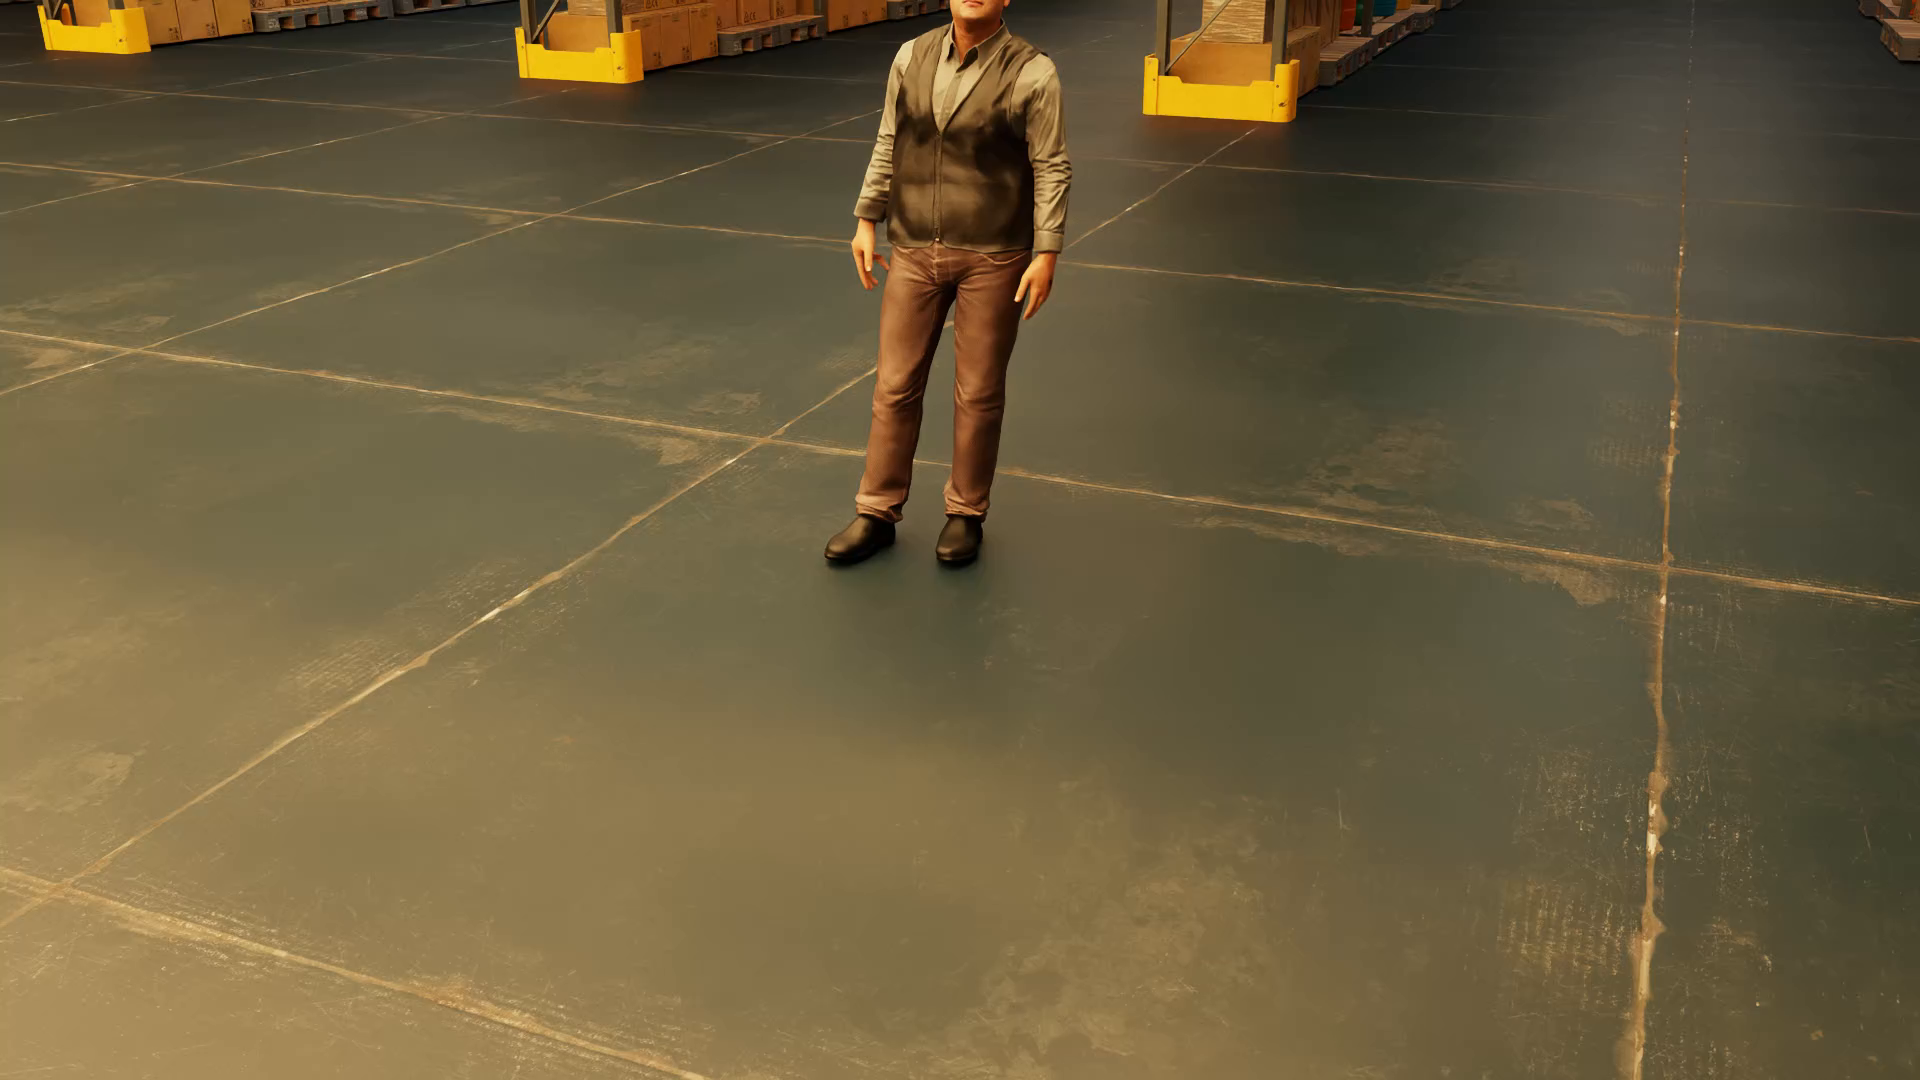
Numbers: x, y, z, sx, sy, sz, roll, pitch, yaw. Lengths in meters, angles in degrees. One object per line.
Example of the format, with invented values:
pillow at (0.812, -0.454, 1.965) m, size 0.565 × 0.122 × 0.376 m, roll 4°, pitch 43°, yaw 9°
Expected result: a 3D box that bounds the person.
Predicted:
person at (-0.031, -0.780, 4.707) m, size 0.633 × 1.722 × 0.566 m, roll 9°, pitch 24°, yaw 21°
